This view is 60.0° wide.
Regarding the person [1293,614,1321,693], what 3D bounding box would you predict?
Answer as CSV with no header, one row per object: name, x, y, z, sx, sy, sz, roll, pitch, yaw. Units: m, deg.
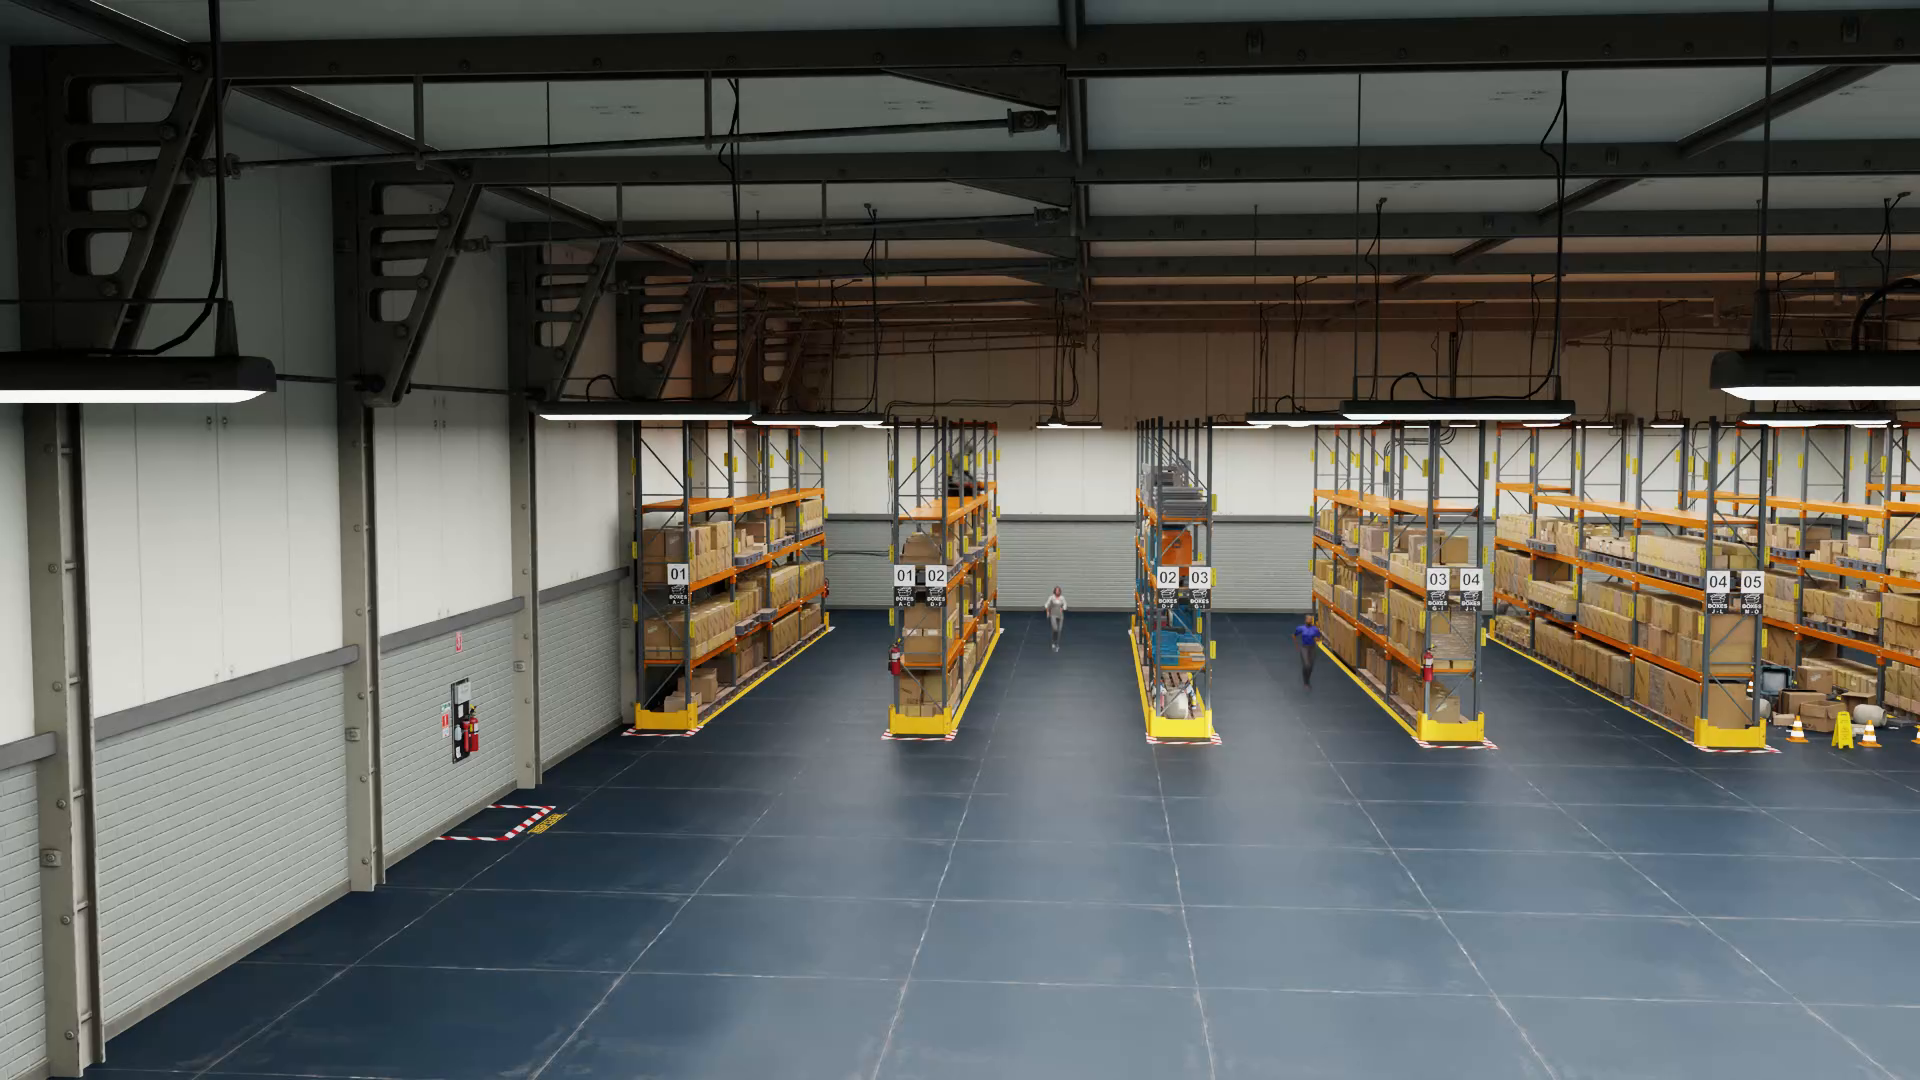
person,7.684,2.536,36.763,0.547,1.637,0.777,-1,4,-9

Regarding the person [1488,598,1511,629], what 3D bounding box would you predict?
person,15.493,1.759,47.575,0.862,1.711,0.713,3,5,39

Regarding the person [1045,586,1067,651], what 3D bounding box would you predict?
person,2.394,1.952,41.164,0.509,1.609,0.629,-1,4,-11

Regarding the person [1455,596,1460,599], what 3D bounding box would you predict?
person,13.480,1.896,45.301,0.744,1.765,0.993,2,4,24
